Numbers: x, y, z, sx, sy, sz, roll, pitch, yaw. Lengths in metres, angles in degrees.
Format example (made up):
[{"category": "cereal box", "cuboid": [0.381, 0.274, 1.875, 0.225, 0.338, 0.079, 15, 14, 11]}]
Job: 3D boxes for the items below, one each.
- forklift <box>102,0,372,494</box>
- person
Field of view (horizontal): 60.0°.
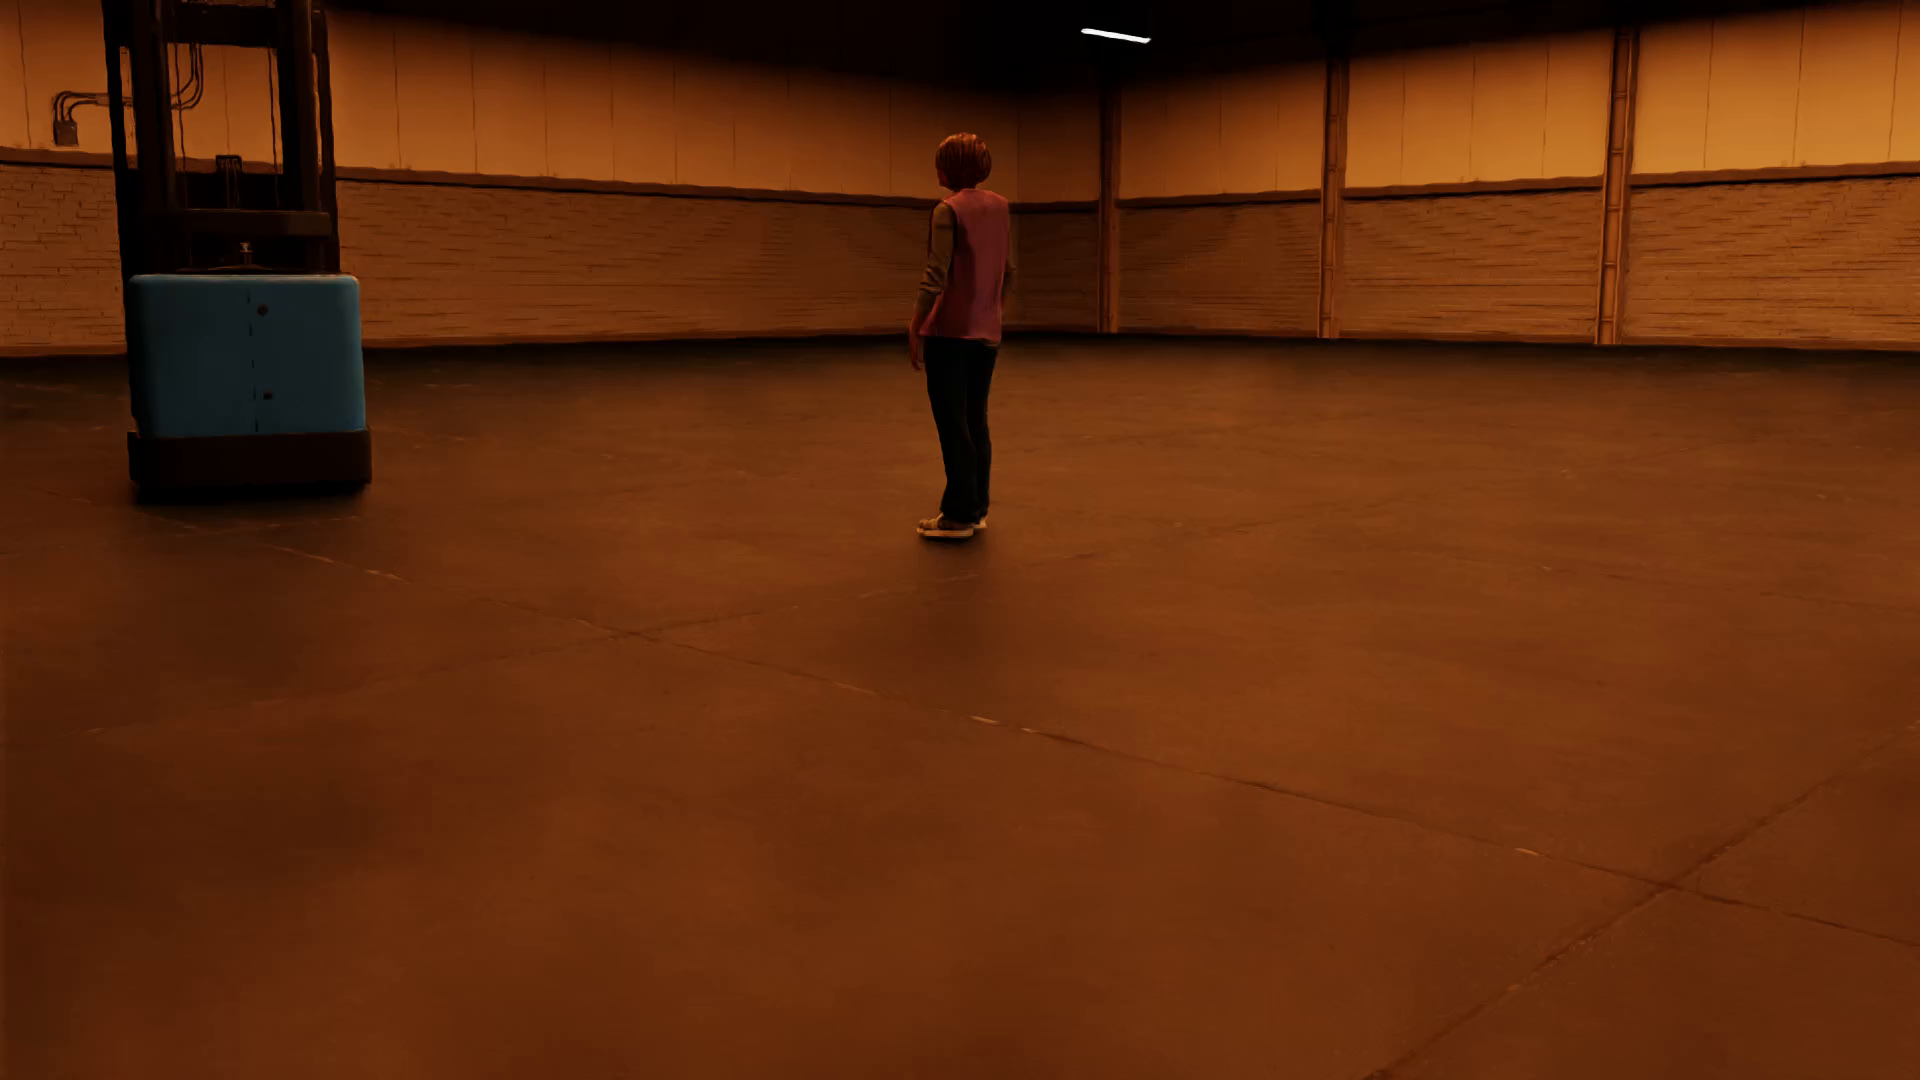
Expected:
[{"category": "forklift", "cuboid": [-4.041, -1.851, 9.164, 1.130, 2.935, 3.031, -4, 10, -26]}, {"category": "person", "cuboid": [-0.044, -0.804, 6.658, 0.474, 1.594, 0.520, 8, 12, 43]}]
